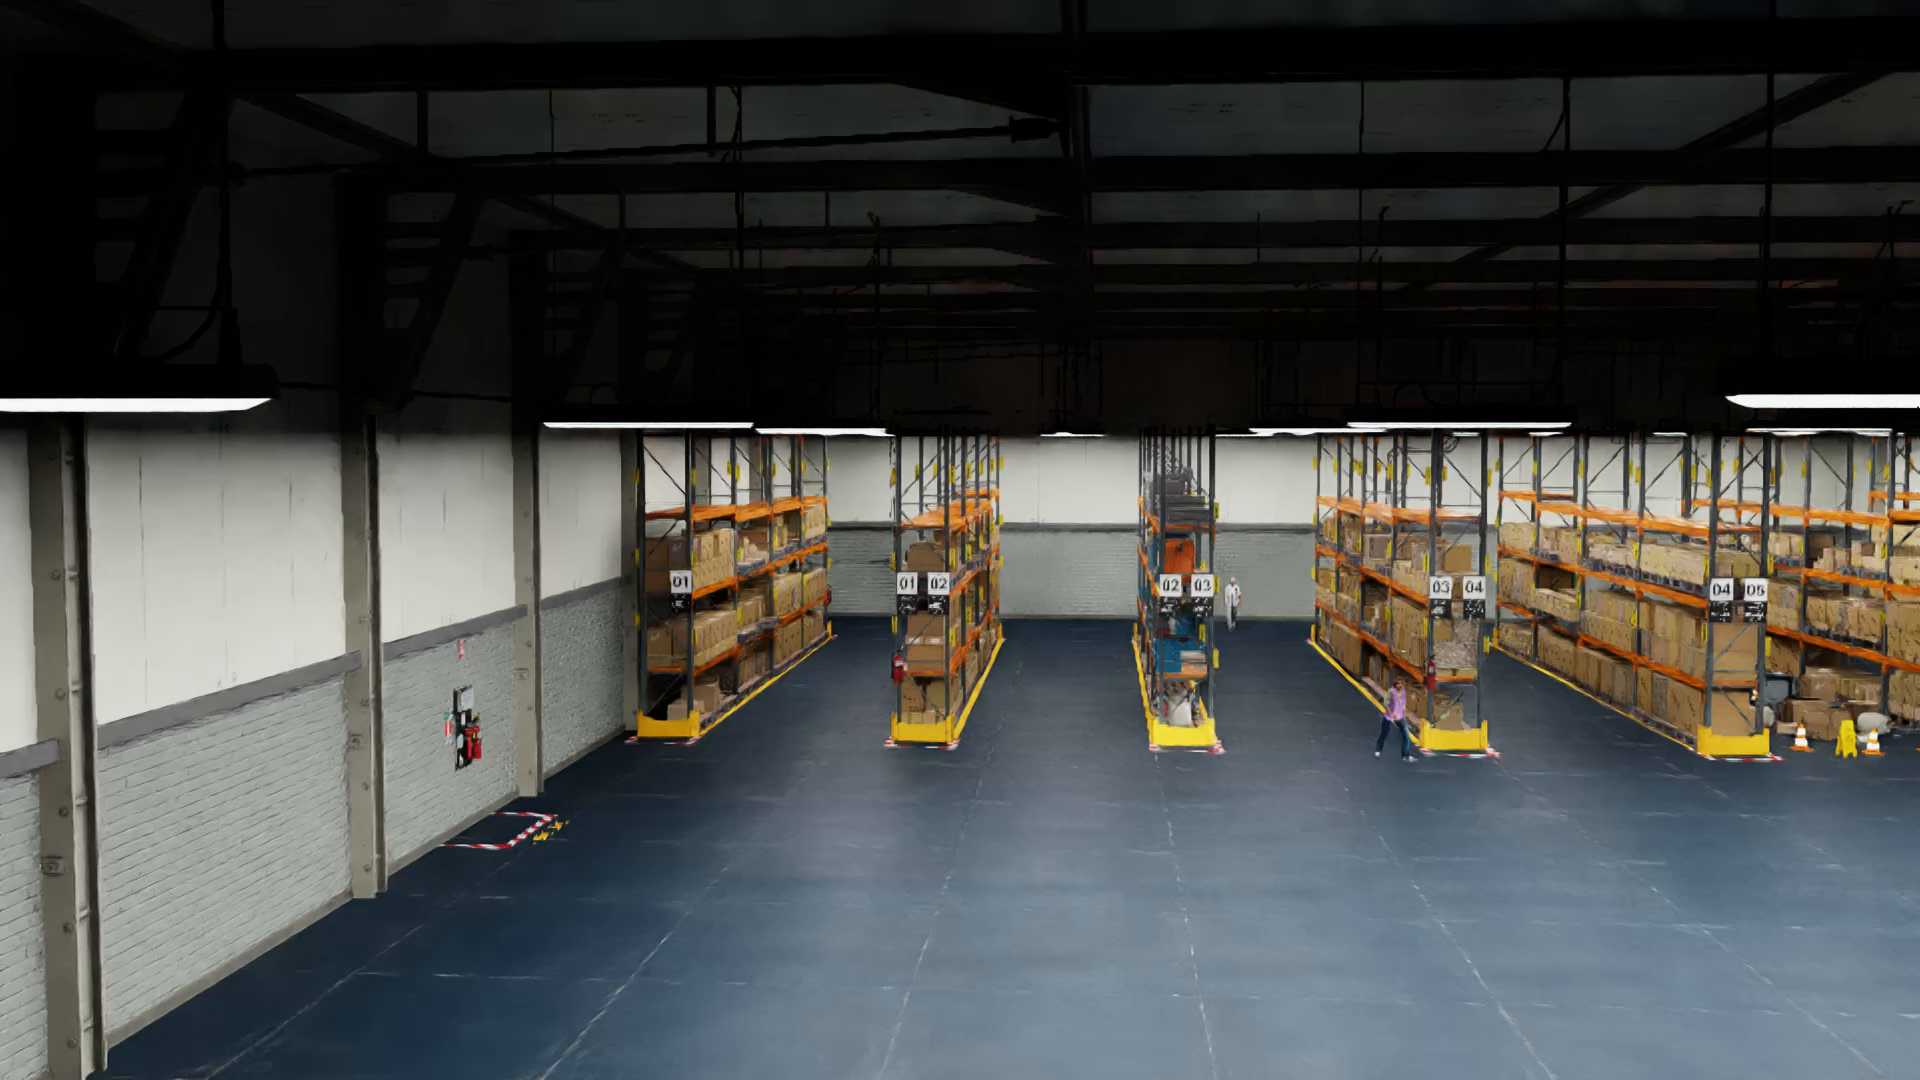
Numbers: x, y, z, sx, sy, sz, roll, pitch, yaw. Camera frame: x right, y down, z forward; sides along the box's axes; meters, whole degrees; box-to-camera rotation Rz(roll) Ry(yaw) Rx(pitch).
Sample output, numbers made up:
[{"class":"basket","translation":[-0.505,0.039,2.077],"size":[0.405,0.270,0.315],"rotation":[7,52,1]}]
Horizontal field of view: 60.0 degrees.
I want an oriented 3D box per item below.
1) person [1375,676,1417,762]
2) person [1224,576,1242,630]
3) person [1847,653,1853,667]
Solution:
[{"class":"person","translation":[7.715,3.146,29.548],"size":[0.561,1.525,0.788],"rotation":[-1,4,-13]},{"class":"person","translation":[8.176,1.886,49.807],"size":[0.493,1.606,1.001],"rotation":[0,3,4]},{"class":"person","translation":[21.670,2.360,40.871],"size":[0.584,1.723,0.654],"rotation":[2,4,36]}]
